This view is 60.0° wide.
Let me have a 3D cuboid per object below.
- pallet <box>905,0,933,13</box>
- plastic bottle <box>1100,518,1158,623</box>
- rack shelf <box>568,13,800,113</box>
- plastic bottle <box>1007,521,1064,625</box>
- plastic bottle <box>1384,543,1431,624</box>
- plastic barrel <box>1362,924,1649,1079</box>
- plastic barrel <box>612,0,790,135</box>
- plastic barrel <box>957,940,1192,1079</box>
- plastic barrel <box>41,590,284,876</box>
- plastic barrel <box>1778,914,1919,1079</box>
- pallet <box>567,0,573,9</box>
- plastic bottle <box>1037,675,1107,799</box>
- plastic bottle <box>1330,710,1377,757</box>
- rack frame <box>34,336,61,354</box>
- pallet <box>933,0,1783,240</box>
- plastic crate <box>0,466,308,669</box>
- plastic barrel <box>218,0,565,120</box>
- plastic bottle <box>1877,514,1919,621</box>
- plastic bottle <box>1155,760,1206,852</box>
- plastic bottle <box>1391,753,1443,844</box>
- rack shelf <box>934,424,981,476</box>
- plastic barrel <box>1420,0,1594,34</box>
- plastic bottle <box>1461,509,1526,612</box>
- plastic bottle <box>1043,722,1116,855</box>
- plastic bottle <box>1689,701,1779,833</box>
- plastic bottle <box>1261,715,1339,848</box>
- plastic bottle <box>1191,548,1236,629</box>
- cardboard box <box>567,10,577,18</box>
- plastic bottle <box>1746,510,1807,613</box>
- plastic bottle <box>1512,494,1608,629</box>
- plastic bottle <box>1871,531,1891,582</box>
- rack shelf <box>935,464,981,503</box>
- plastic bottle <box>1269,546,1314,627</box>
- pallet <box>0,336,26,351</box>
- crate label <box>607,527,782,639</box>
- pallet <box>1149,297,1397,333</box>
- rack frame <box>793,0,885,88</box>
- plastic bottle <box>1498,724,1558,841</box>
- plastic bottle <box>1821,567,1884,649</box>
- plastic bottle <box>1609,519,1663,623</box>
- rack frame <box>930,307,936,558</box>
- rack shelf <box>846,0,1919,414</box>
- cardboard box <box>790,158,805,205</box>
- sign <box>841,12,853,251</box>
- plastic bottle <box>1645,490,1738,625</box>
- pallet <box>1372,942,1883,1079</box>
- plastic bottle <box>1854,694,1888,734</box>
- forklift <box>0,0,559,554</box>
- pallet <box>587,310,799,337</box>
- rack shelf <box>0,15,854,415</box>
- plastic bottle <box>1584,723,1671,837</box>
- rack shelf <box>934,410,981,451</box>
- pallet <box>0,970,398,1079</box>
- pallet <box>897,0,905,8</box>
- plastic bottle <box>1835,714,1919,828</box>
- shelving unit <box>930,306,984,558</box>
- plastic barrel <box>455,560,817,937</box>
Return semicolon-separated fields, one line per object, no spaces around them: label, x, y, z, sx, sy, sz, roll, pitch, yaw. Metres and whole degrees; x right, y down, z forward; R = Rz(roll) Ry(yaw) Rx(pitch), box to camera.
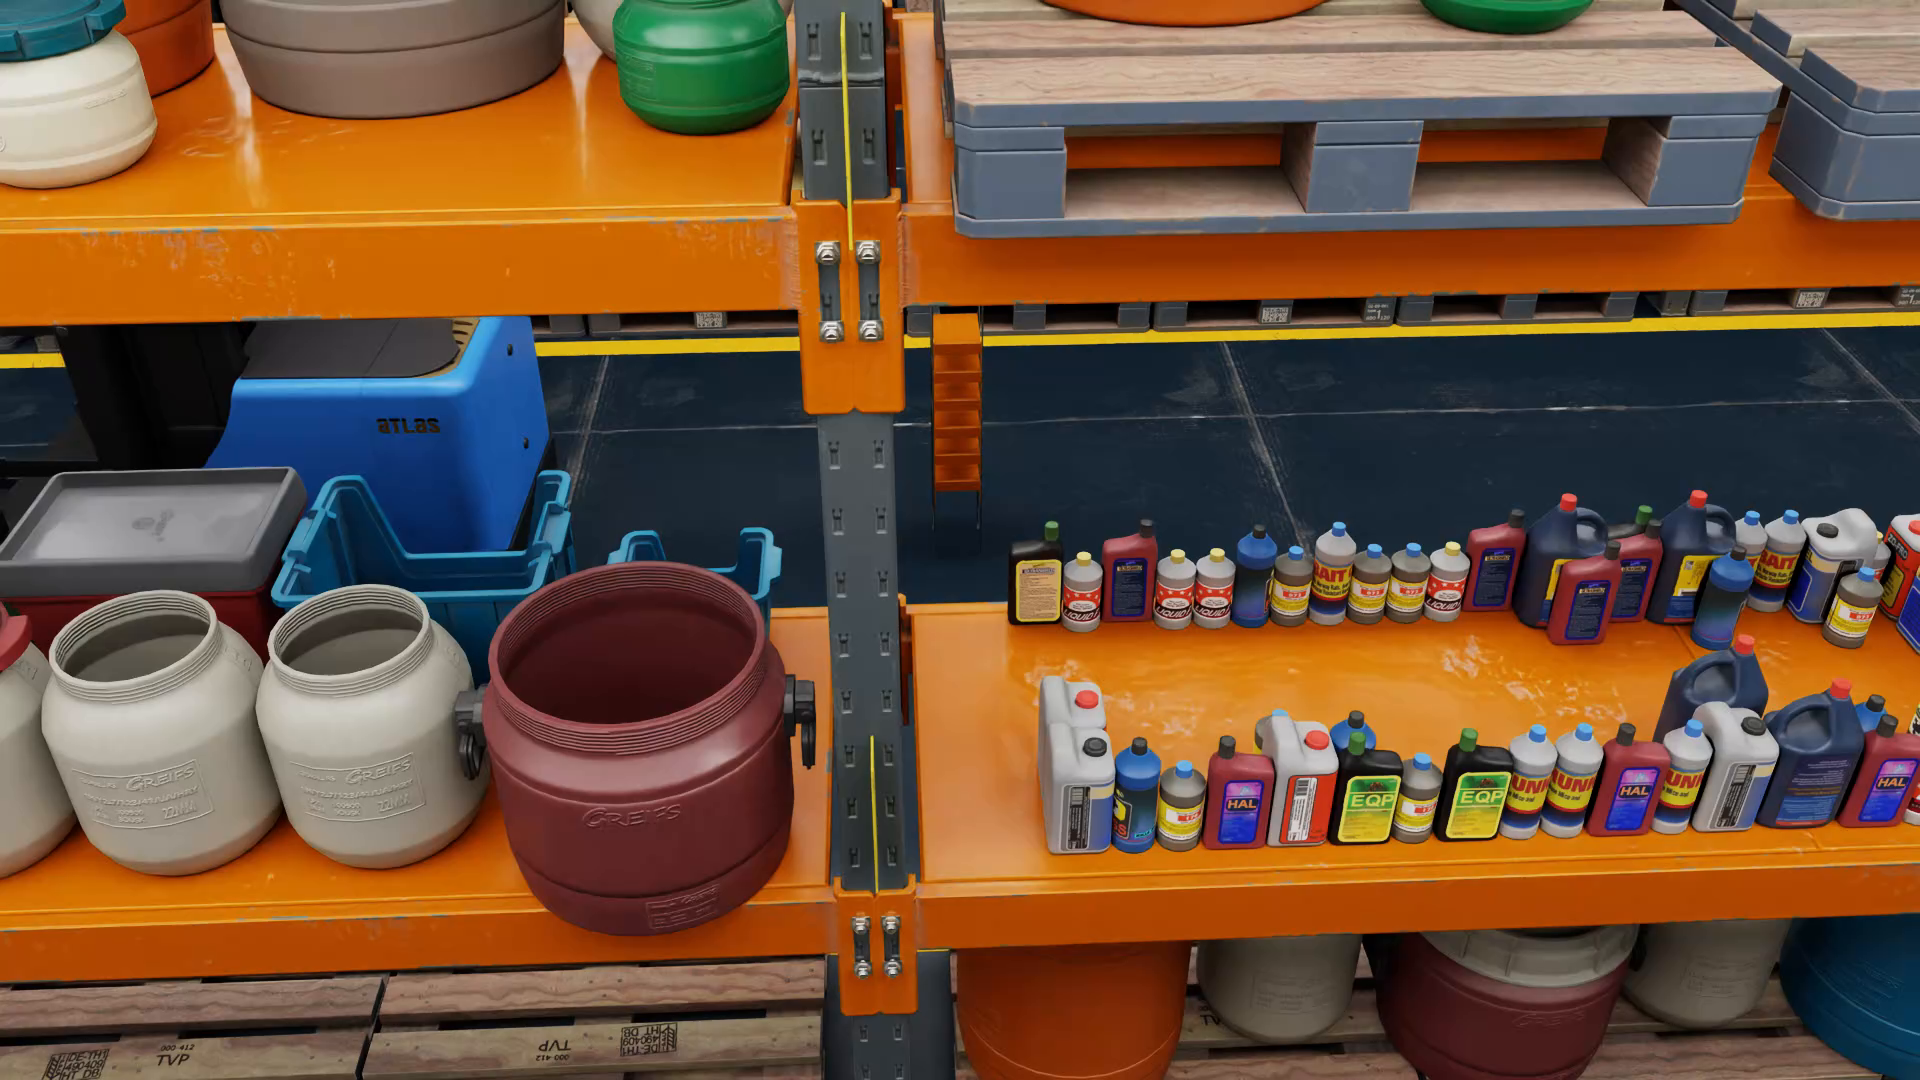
pallet;0.245;-2.509;7.908;1.003;0.211;1.213;-2;35;-2
plastic bottle;0.417;0.074;4.109;0.133;0.283;0.061;-2;35;-2
rack shelf;-2.426;-2.180;7.897;4.000;0.370;1.077;-2;35;-2
plastic bottle;0.186;0.080;4.100;0.133;0.283;0.061;-2;35;-2
plastic bottle;1.116;0.099;4.145;0.097;0.201;0.097;0;35;0
plastic barrel;1.418;1.051;4.345;0.708;0.588;0.600;-2;35;-2
plastic barrel;-0.442;-0.848;2.840;0.294;0.245;0.294;0;35;0
plastic barrel;0.290;0.983;4.232;0.708;0.830;0.600;-2;35;-2
plastic barrel;-1.636;0.400;3.437;0.421;0.512;0.421;0;35;0
plastic barrel;2.546;0.892;4.300;0.708;0.901;0.600;-2;35;-2
pallet;-2.663;-4.148;12.558;1.213;0.211;1.003;-2;35;-2
plastic bottle;0.243;0.423;3.613;0.135;0.276;0.152;-2;35;-2
plastic bottle;0.826;0.476;3.539;0.097;0.271;0.097;0;35;0
rack frame;-4.424;-2.422;7.614;0.127;3.000;1.000;-2;35;-2
pallet;0.571;-0.835;2.851;1.213;0.211;1.003;-2;35;-2
plastic crate;-1.826;0.129;3.871;0.583;0.464;0.402;-2;35;-2
plastic barrel;-1.028;-1.255;2.851;0.600;0.901;0.600;0;35;0
plastic bottle;2.393;0.050;4.151;0.135;0.276;0.152;-2;35;-2
plastic bottle;0.464;0.549;3.495;0.097;0.201;0.097;0;35;0
plastic bottle;0.963;0.536;3.514;0.097;0.201;0.097;0;35;0
rack shelf;-0.014;-0.358;6.502;0.180;0.103;0.258;-2;35;-2
plastic barrel;0.872;-0.954;2.625;0.294;0.245;0.294;0;35;0
plastic bottle;1.328;0.050;4.145;0.133;0.283;0.061;-2;35;-2
plastic bottle;0.250;0.509;3.488;0.135;0.276;0.152;-2;35;-2
plastic bottle;1.635;0.472;3.542;0.135;0.276;0.152;-2;35;-2
plastic bottle;0.712;0.497;3.506;0.135;0.276;0.152;-2;35;-2
plastic bottle;0.630;0.113;4.126;0.097;0.201;0.097;0;35;0
cardboard box;-1.699;-2.360;7.745;0.250;0.149;0.380;1;35;1
plastic bottle;2.044;0.046;4.161;0.097;0.271;0.097;0;35;0
plastic bottle;1.489;0.041;4.098;0.185;0.351;0.144;-2;35;-2
plastic bottle;2.276;0.068;4.190;0.097;0.201;0.097;0;35;0
rack shelf;-0.014;-0.259;6.570;0.180;0.103;0.258;-2;35;-2
plastic bottle;0.825;0.107;4.134;0.097;0.201;0.097;0;35;0
pallet;-5.220;-1.278;8.411;1.213;0.211;1.003;-2;35;-2
crate label;-0.636;0.153;4.040;0.416;0.233;0.303;-2;35;-2
pallet;1.535;-1.413;8.606;1.213;0.211;1.003;-2;35;-2
rack frame;-0.198;-2.181;1.994;0.127;3.000;1.000;-2;35;-2
plastic bottle;1.193;0.501;3.503;0.097;0.271;0.097;0;35;0
plastic bottle;2.186;0.157;4.061;0.097;0.201;0.097;0;35;0
plastic bottle;1.649;0.076;4.107;0.133;0.283;0.061;-2;35;-2
rack frame;-0.106;-0.491;6.404;0.006;1.200;0.240;-2;35;-2
rack shelf;1.800;-0.706;3.130;4.000;0.370;1.077;-2;35;-2
cardboard box;-0.940;-1.648;8.050;0.500;0.311;0.500;-1;35;-1
sign;-0.164;-0.592;2.426;0.005;0.325;0.100;-2;35;-2
plastic bottle;1.807;0.033;4.110;0.185;0.351;0.144;-2;35;-2
pallet;1.804;1.356;4.605;1.213;0.211;1.003;-2;35;-2
plastic bottle;1.934;0.446;3.582;0.097;0.271;0.097;0;35;0
forklift;-3.179;-1.124;5.798;3.031;2.935;1.130;0;35;-1
pallet;-1.252;-1.383;8.563;1.213;0.211;1.003;-2;35;-2
rack shelf;-2.195;-0.598;2.974;4.000;0.370;1.077;-2;35;-2
plastic bottle;1.406;0.501;3.493;0.133;0.283;0.061;-2;35;-2
rack shelf;-0.014;-0.456;6.433;0.180;0.103;0.258;-2;35;-2
pallet;-2.189;1.462;4.451;1.213;0.211;1.003;-2;35;-2
pallet;0.125;-4.177;12.601;1.213;0.211;1.003;-2;35;-2
plastic bottle;1.956;0.486;3.514;0.133;0.283;0.061;-2;35;-2
shelving unit;-0.014;-0.493;6.408;0.189;1.200;0.258;-2;35;-2
plastic barrel;-0.647;0.415;3.395;0.708;0.536;0.600;-2;35;-2
